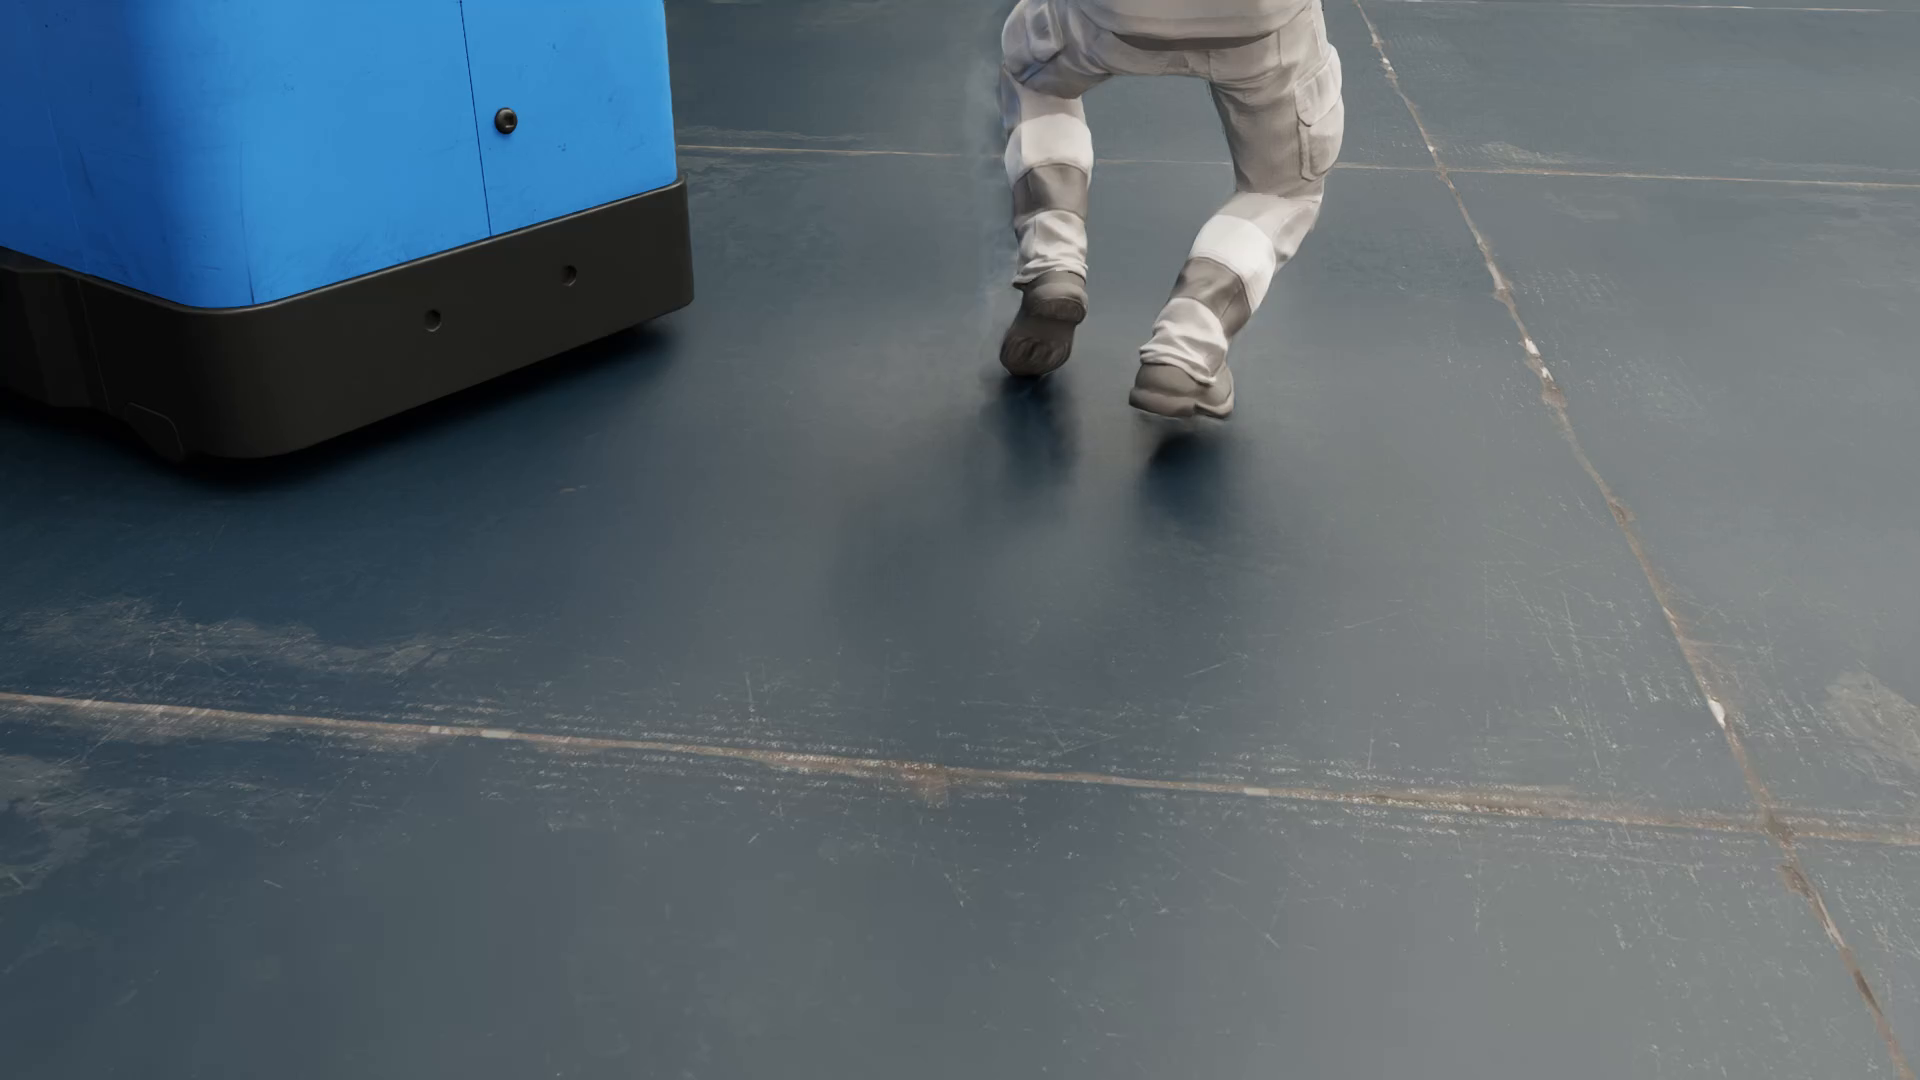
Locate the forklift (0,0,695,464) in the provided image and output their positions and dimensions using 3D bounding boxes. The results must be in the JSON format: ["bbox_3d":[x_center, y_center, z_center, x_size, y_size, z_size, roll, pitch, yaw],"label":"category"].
[{"bbox_3d":[-2.022,-1.937,3.100,3.031,2.935,1.130,18,32,31],"label":"forklift"}]

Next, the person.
[{"bbox_3d":[0.181,-0.992,2.628,1.051,1.676,0.804,7,27,14],"label":"person"}]
